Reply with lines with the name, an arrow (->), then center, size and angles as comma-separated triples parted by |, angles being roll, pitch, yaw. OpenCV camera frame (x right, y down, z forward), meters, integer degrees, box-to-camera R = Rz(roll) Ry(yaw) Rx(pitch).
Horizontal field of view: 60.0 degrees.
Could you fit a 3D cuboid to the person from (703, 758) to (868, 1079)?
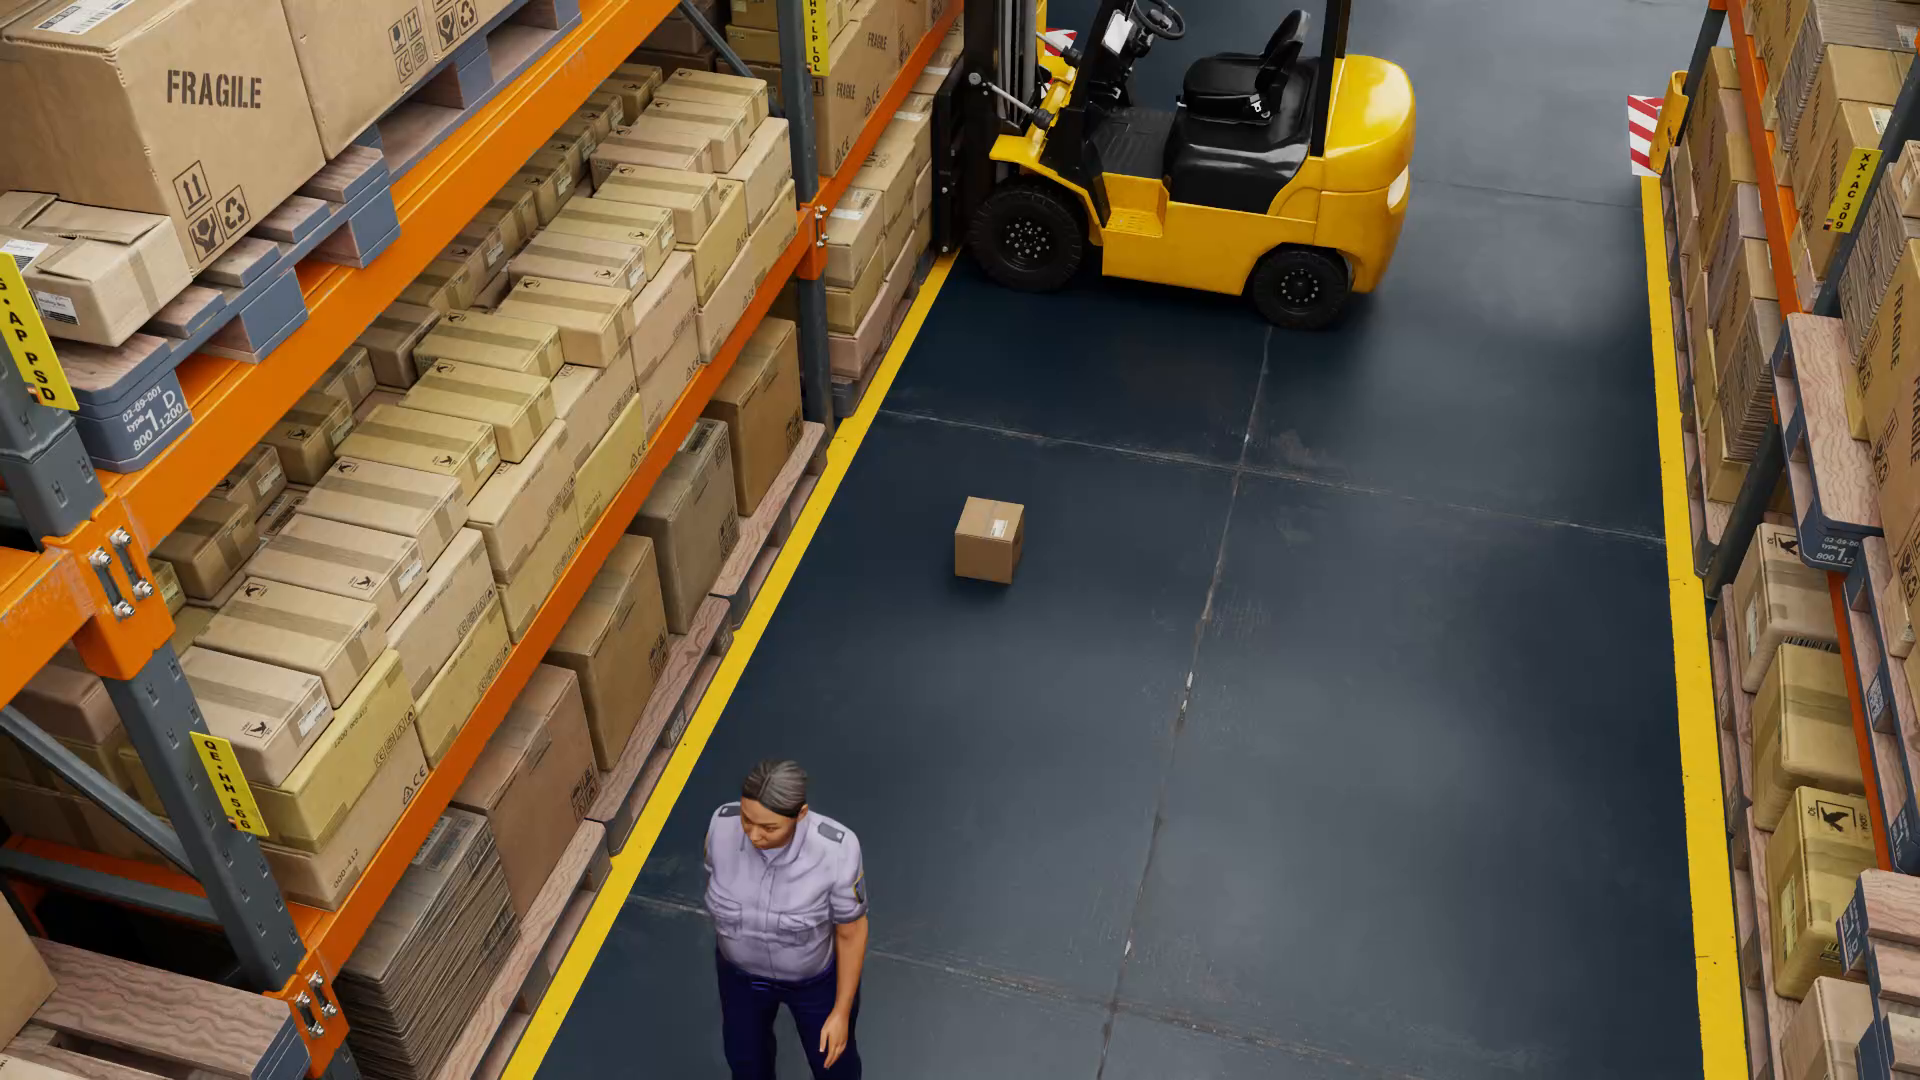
person -> -0.497, 1.254, 4.728 | 0.493, 1.672, 0.437 | 8, 42, 9
